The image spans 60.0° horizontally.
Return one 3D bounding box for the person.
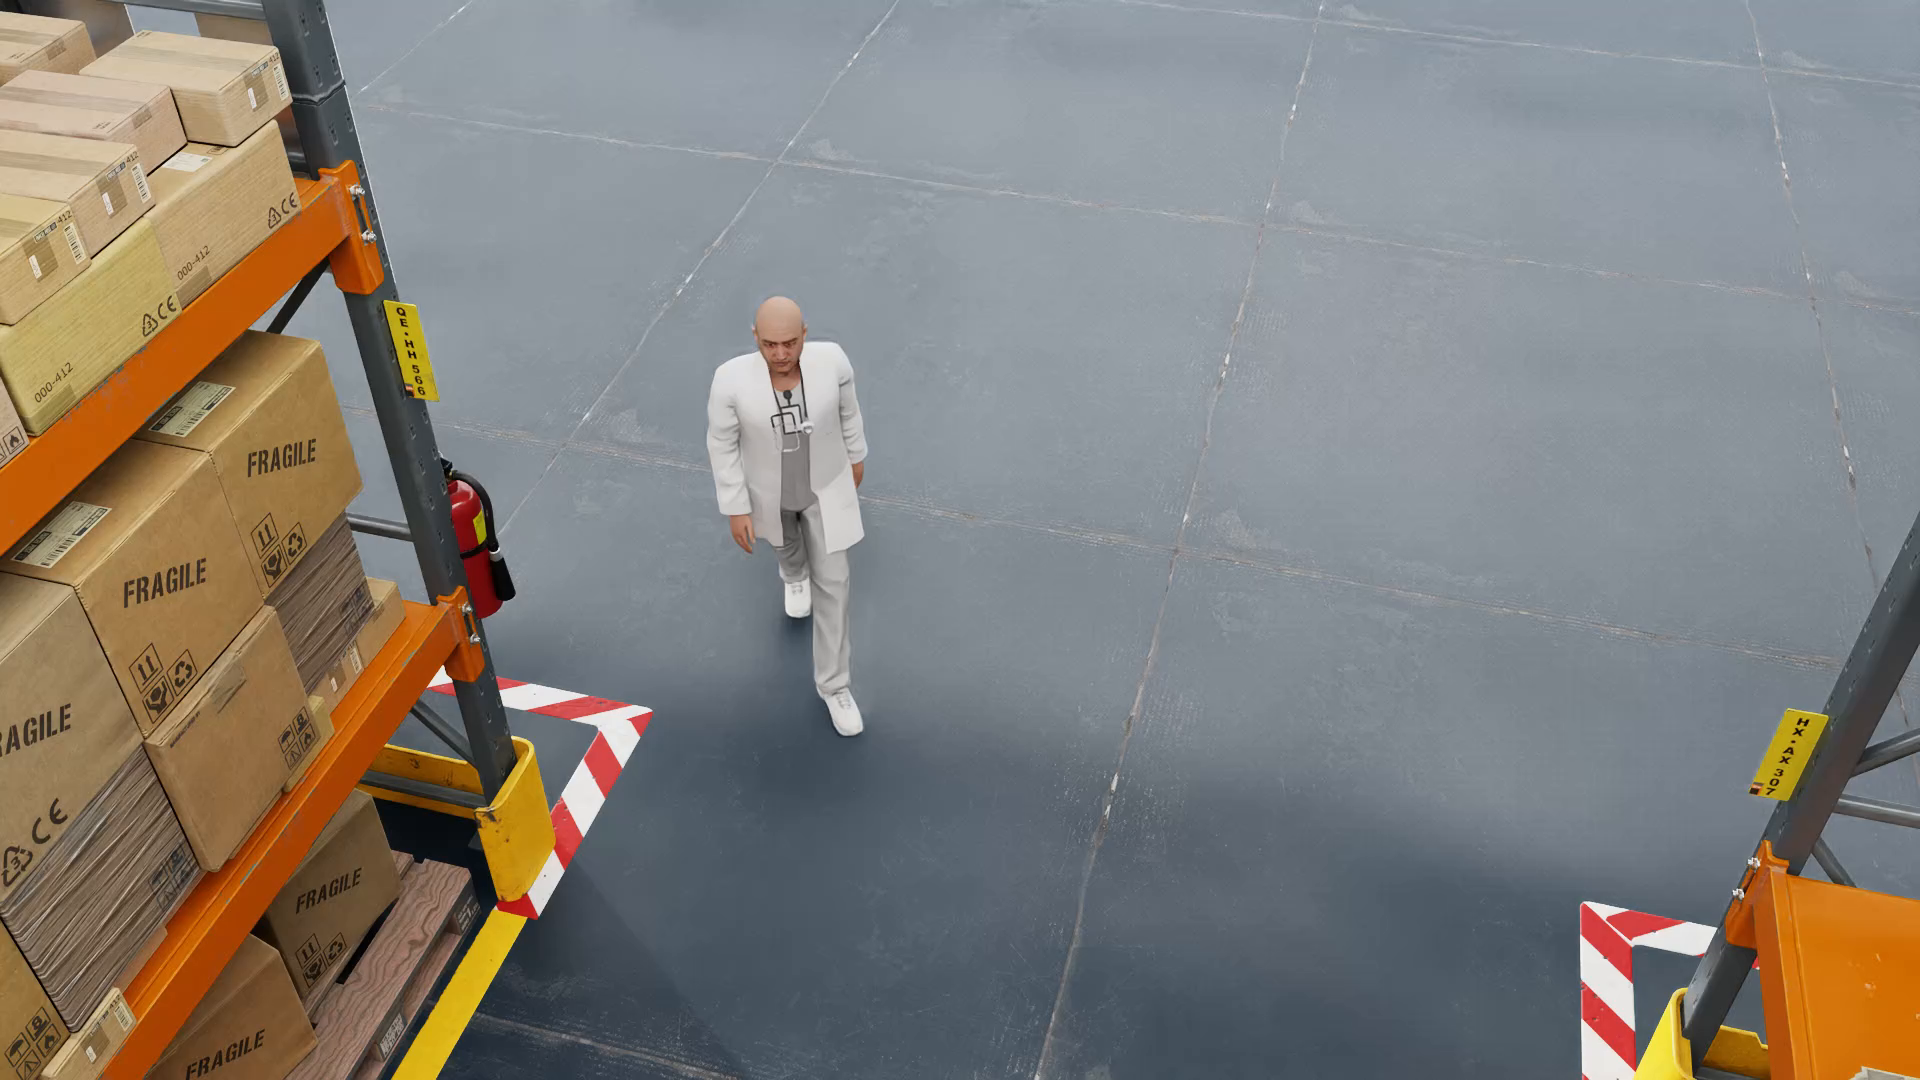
[{"bbox_3d":[-0.640,-0.177,6.377,0.607,1.693,1.099,-4,41,-5],"label":"person"}]
